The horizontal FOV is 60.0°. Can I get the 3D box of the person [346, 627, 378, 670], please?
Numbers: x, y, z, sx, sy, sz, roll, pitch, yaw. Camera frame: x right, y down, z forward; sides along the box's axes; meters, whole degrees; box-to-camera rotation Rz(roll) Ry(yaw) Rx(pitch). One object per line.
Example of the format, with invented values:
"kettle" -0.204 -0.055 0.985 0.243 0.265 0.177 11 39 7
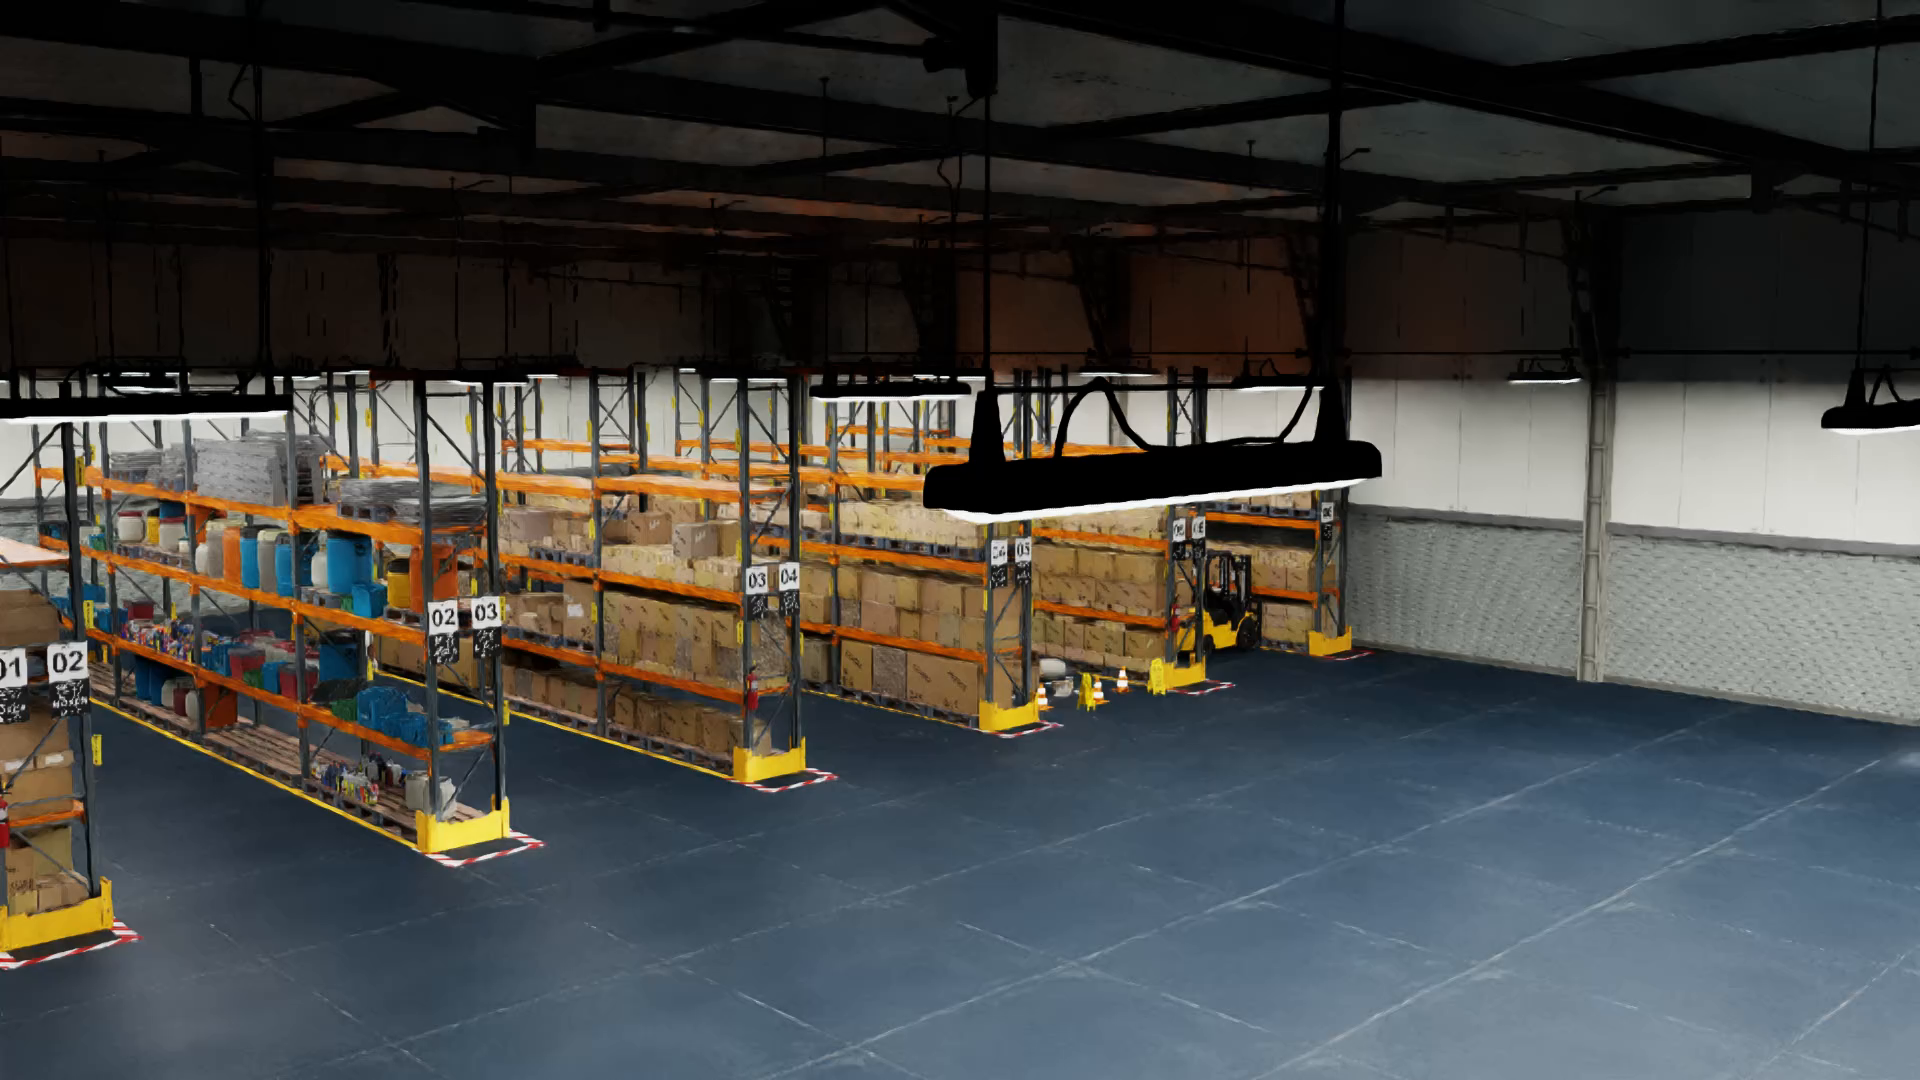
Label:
"person" -10.670 2.142 29.523 1.042 1.733 0.577 6 9 44
